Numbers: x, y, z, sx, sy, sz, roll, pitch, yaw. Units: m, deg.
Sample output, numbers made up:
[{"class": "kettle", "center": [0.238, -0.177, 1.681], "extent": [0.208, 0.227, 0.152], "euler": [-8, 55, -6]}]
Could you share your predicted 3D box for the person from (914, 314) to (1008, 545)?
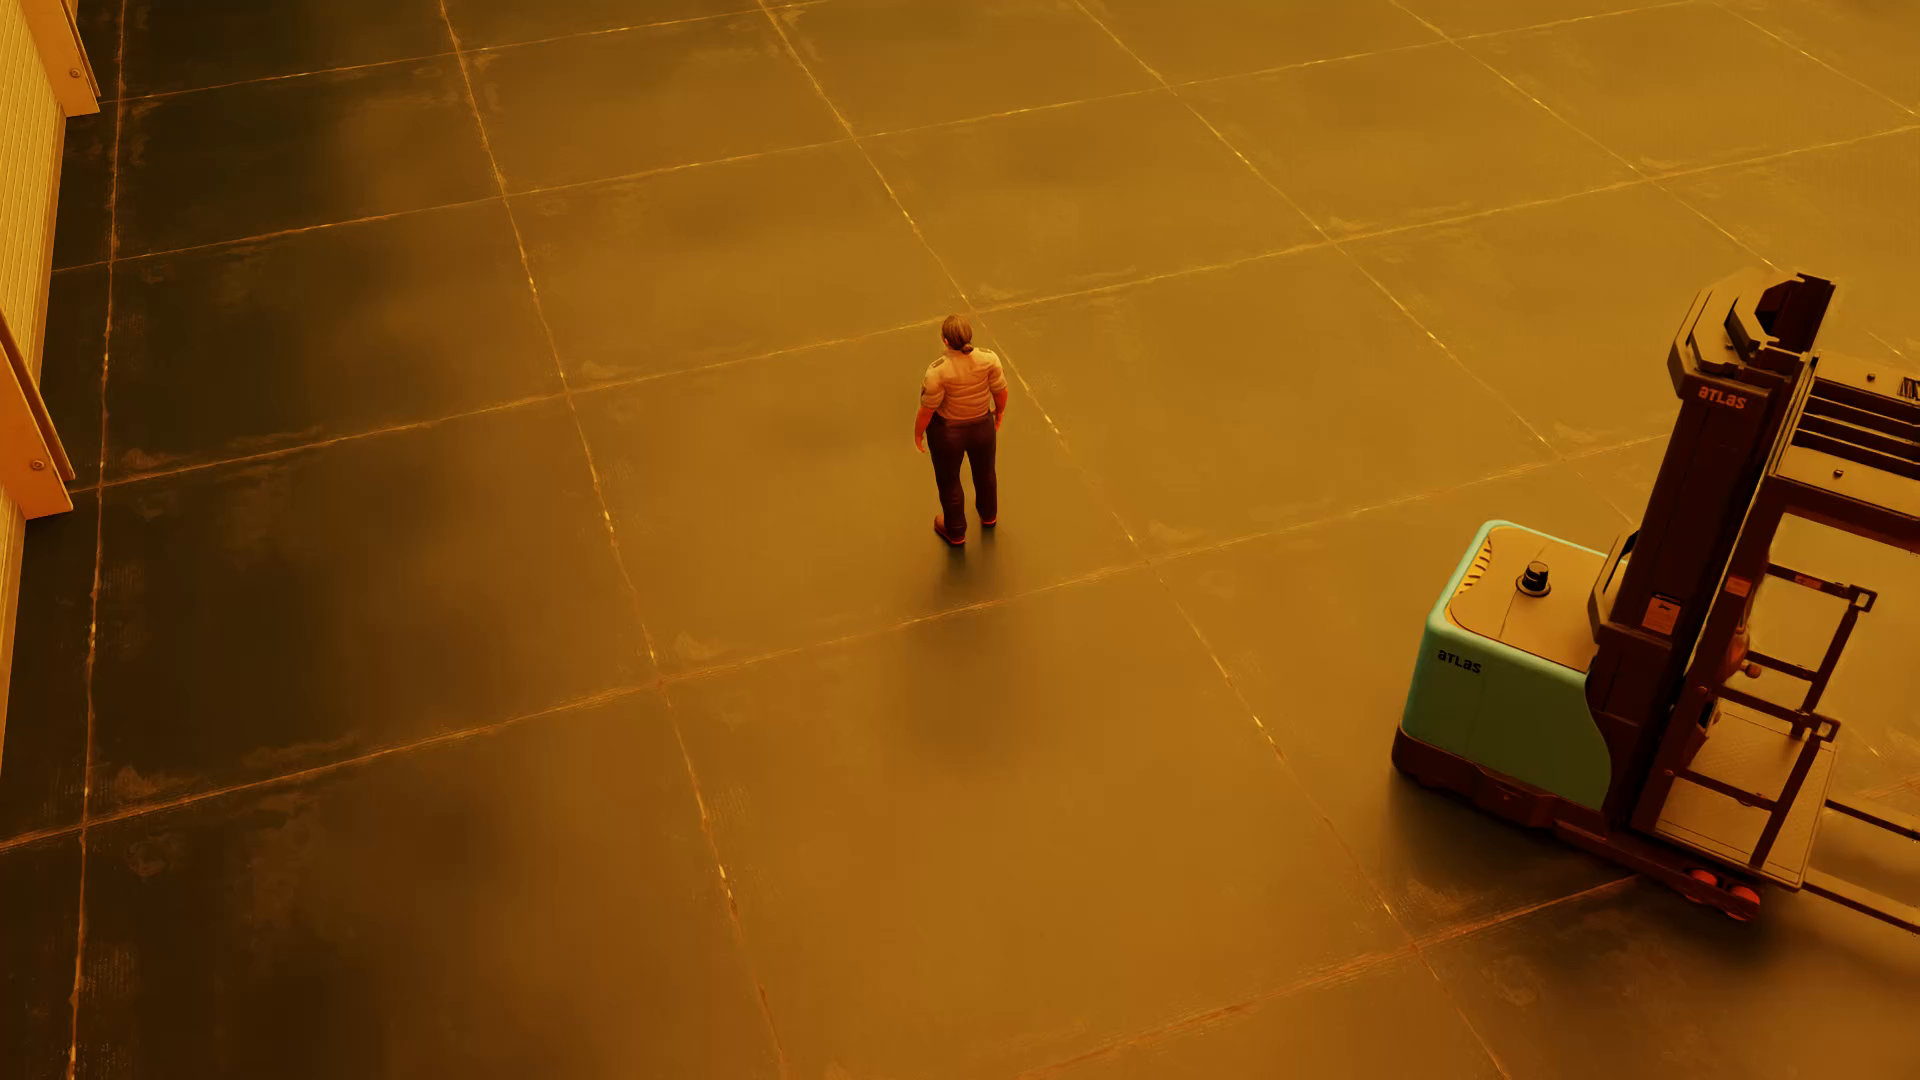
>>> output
[{"class": "person", "center": [-0.009, -0.696, 9.812], "extent": [0.598, 1.651, 0.502], "euler": [-13, 42, -15]}]

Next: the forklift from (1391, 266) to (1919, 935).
[{"class": "forklift", "center": [3.807, 0.328, 7.605], "extent": [3.031, 2.935, 1.130], "euler": [21, 45, 24]}]
